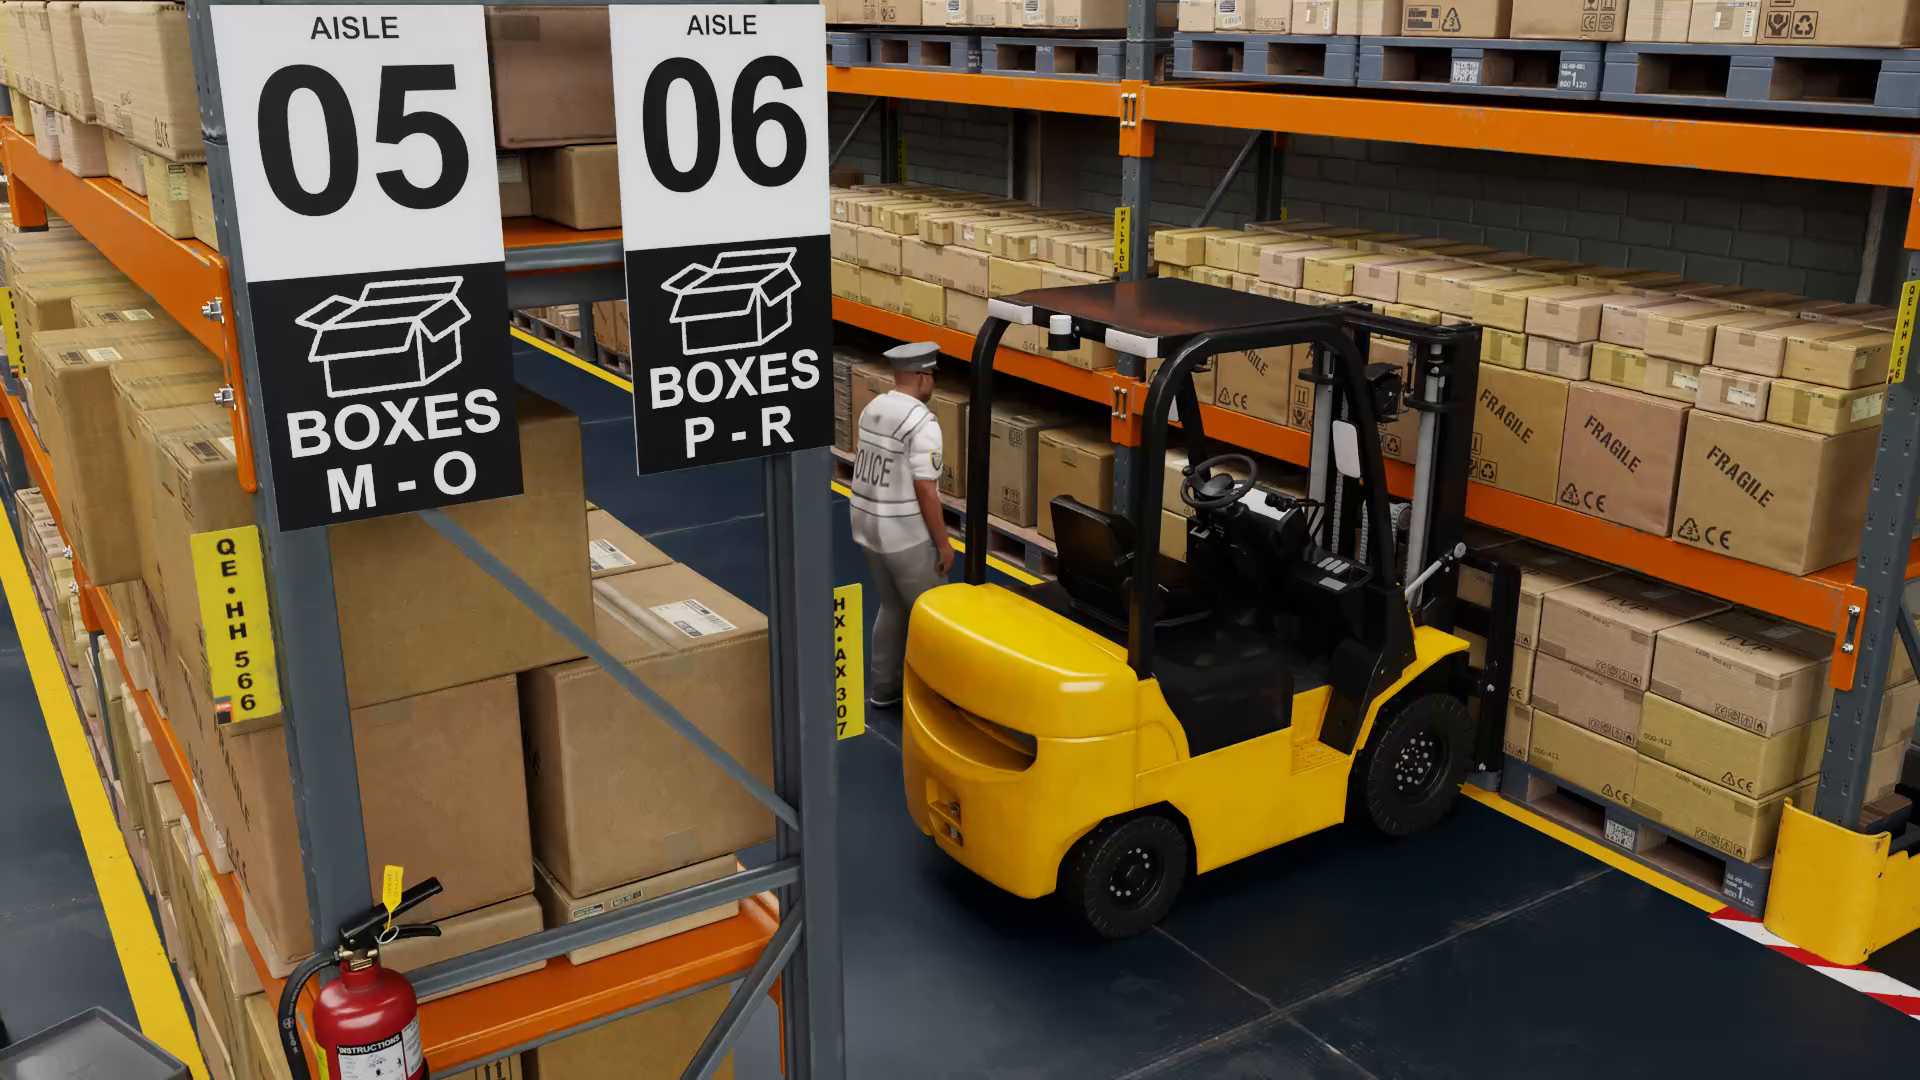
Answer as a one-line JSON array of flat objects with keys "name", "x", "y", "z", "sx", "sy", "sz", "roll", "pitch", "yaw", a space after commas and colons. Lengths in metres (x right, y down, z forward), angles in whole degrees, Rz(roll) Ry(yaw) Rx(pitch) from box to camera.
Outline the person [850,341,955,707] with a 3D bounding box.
[{"name": "person", "x": -0.260, "y": -0.024, "z": 7.616, "sx": 0.434, "sy": 1.748, "sz": 0.578, "roll": -12, "pitch": 22, "yaw": -33}]
